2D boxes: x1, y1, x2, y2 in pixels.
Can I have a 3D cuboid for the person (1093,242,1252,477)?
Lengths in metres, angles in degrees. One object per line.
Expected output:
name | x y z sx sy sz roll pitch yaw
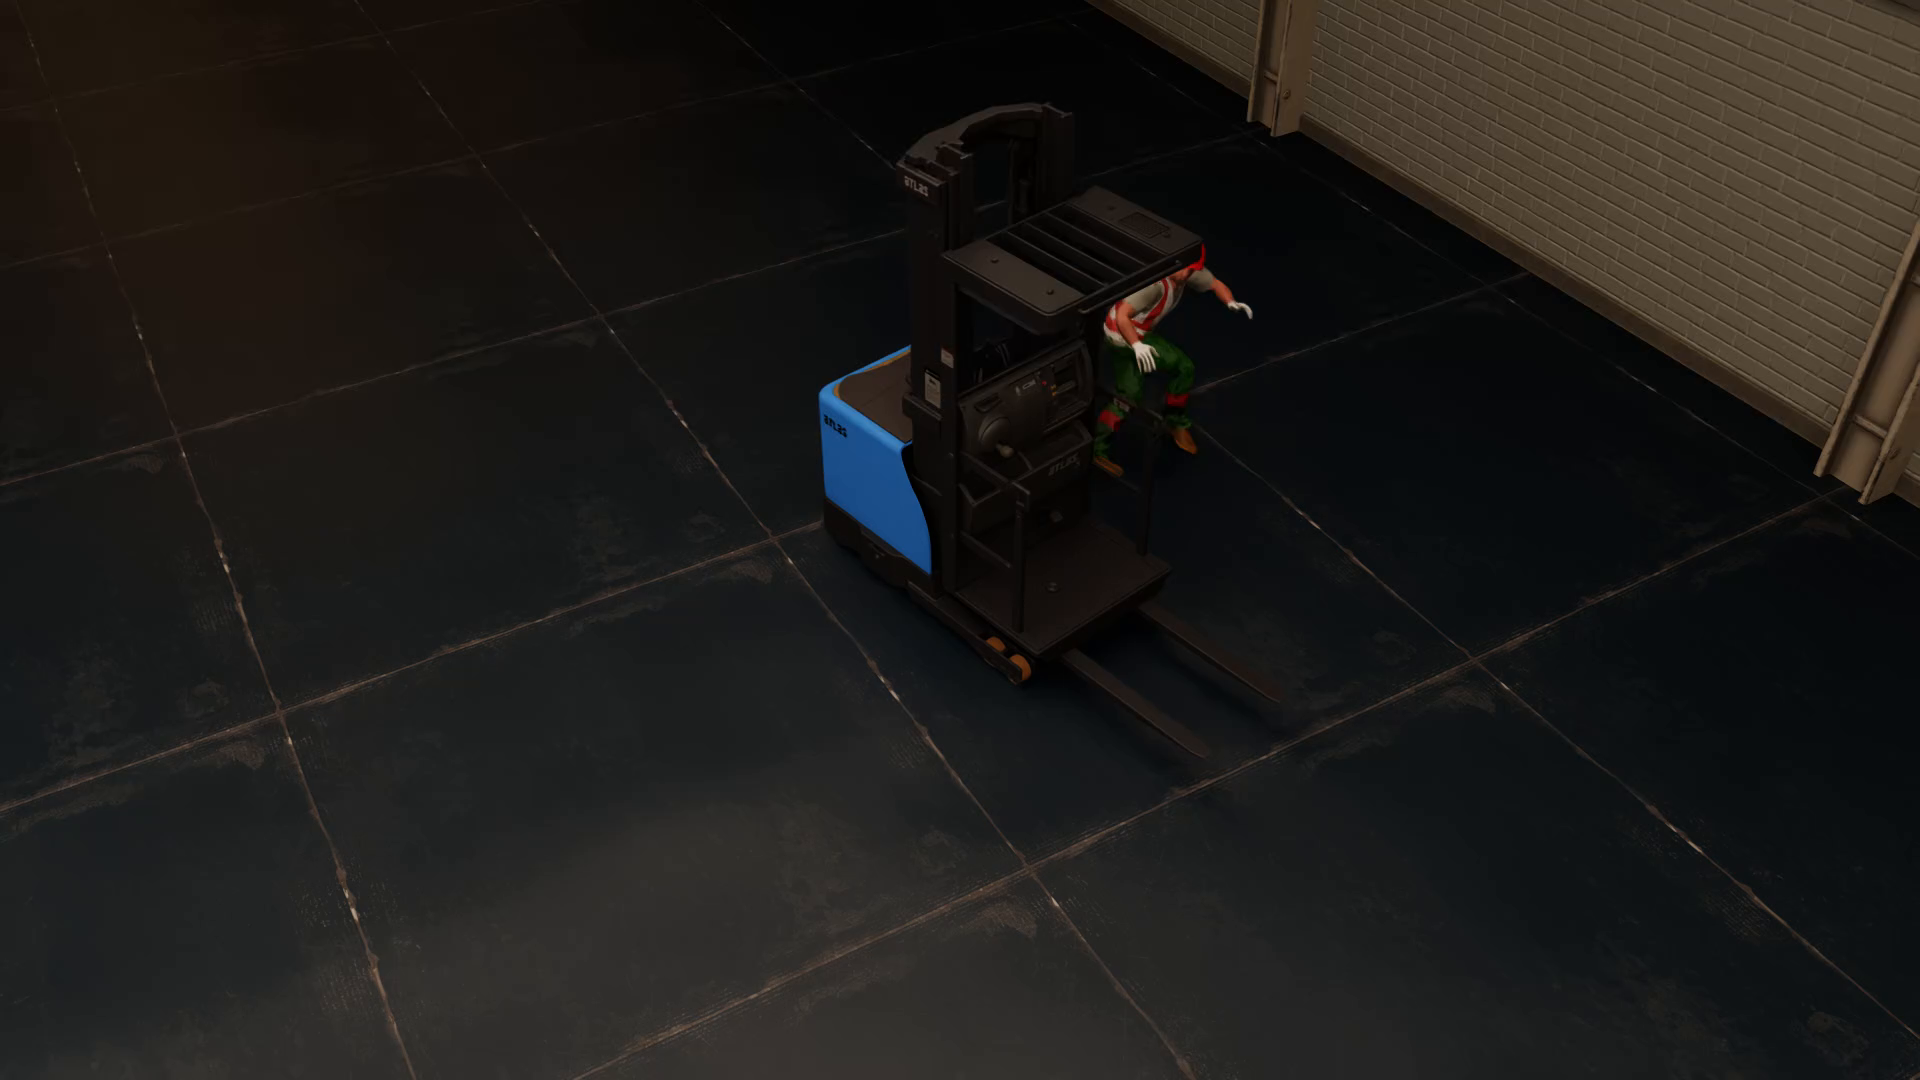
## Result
person | 1.334 -1.188 10.547 0.948 1.509 1.000 9 41 11

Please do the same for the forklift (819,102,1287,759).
forklift | 0.509 -0.689 8.866 1.130 2.935 3.031 -30 48 -31
